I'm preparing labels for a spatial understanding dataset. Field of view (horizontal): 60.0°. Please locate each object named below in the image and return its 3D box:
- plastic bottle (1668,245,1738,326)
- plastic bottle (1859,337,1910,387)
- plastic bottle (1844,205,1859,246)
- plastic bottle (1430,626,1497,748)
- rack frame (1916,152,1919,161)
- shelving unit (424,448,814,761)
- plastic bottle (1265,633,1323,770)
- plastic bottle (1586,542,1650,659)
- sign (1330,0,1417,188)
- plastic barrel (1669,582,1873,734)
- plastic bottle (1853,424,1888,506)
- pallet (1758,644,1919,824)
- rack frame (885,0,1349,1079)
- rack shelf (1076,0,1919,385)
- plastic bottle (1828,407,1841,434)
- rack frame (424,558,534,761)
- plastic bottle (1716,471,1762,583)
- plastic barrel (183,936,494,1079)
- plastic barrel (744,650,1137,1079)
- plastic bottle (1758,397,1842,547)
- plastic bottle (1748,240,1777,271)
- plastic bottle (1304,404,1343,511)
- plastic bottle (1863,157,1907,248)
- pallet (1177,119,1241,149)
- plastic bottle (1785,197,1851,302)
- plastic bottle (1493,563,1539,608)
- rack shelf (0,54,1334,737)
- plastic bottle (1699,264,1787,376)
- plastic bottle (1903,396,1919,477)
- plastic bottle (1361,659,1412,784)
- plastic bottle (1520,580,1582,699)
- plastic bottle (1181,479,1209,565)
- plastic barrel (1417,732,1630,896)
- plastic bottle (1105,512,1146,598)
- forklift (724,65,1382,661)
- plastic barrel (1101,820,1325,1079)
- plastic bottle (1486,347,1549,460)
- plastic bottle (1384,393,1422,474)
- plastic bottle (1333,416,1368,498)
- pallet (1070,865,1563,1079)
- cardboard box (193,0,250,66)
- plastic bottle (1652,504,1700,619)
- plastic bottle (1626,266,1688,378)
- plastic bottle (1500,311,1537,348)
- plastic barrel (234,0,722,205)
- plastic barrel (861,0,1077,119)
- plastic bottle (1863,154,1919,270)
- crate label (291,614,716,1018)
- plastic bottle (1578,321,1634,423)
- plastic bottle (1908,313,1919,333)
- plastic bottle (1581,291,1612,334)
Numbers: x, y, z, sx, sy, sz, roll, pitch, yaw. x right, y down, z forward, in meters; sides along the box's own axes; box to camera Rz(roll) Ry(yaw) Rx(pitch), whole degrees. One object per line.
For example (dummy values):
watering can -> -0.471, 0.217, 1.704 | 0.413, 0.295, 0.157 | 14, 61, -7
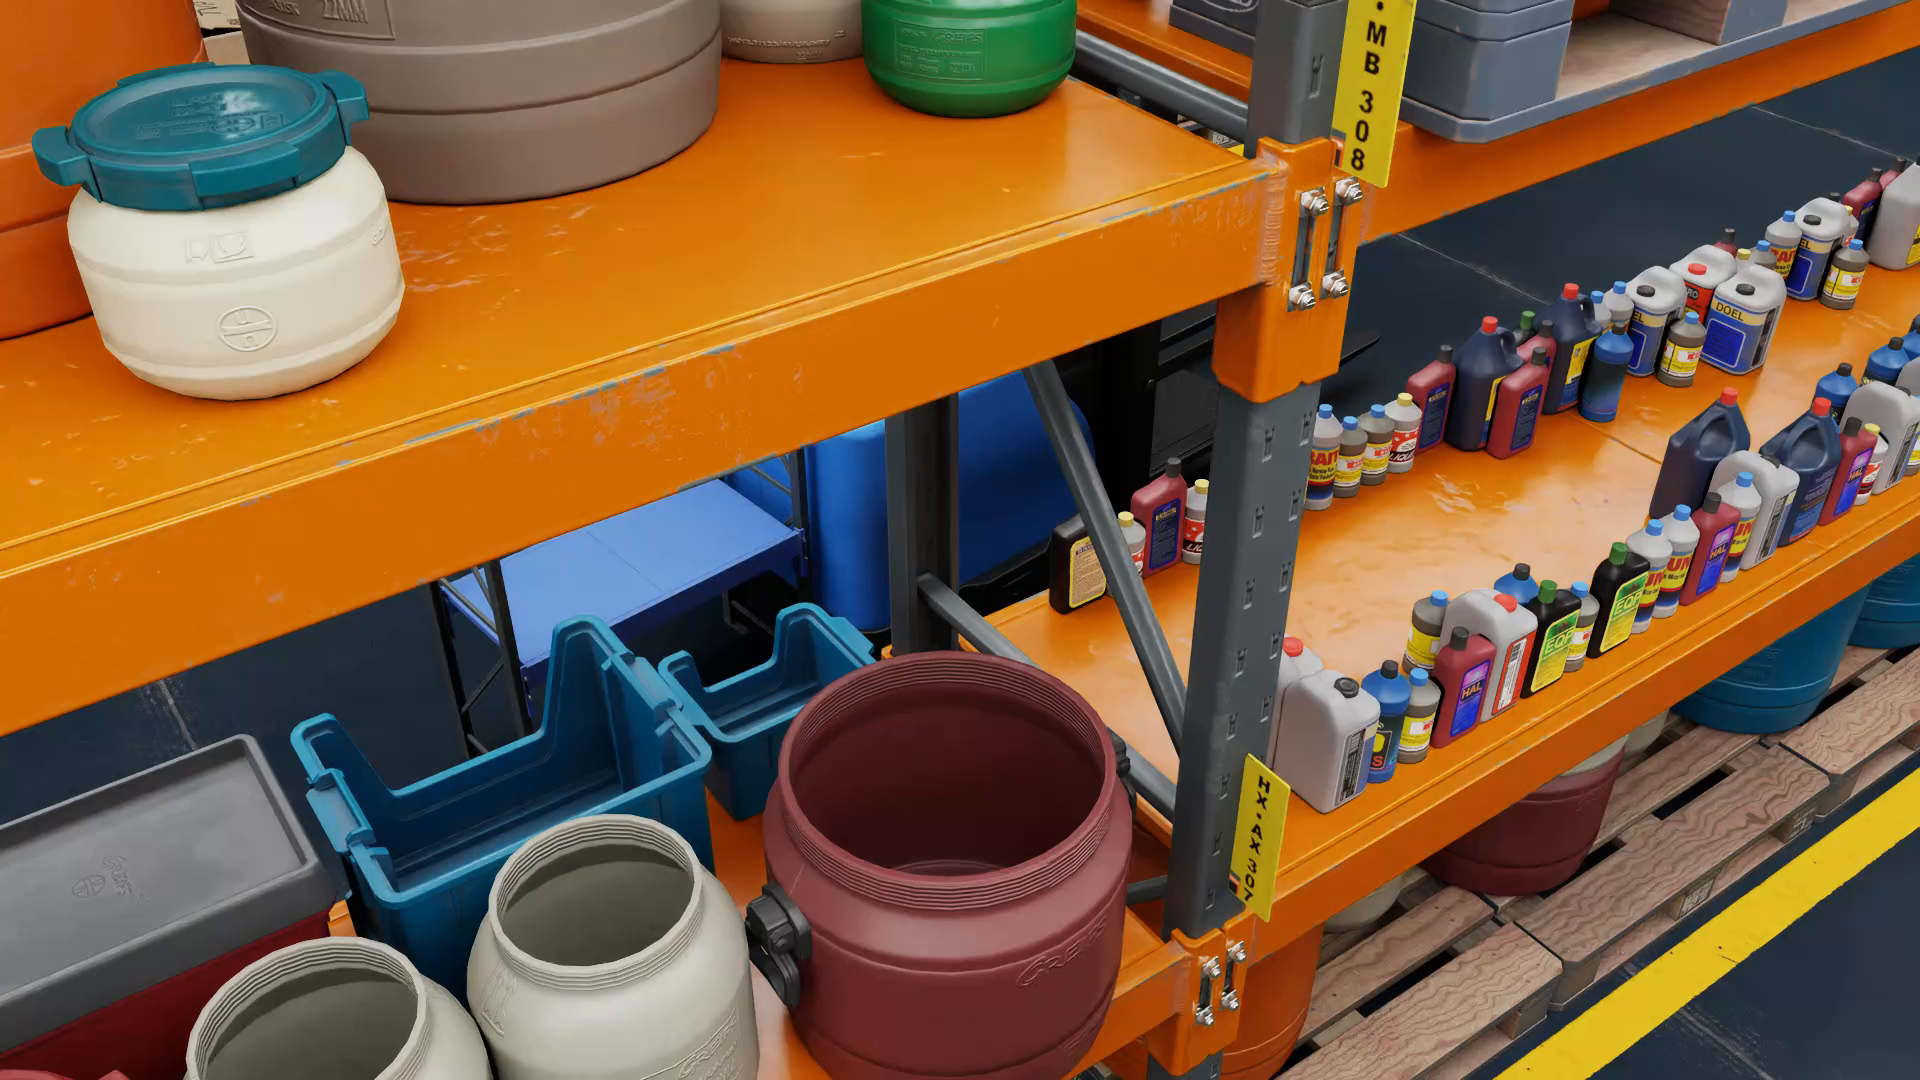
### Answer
plastic bottle -> 2.099, -0.693, 4.751 | 0.135, 0.276, 0.152 | -22, 41, -28
plastic bottle -> 2.410, -0.405, 4.355 | 0.097, 0.271, 0.097 | 0, 36, 0
plastic bottle -> 2.716, -0.936, 5.153 | 0.097, 0.201, 0.097 | 0, 36, 0
plastic bottle -> 1.019, 0.284, 3.386 | 0.133, 0.283, 0.061 | -22, 41, -28
rack frame -> 3.454, -1.029, 5.112 | 0.127, 3.000, 1.000 | -22, 41, -28
shelving unit -> -1.025, -0.021, 4.994 | 1.048, 1.500, 0.538 | -28, 44, -33
plastic bottle -> 0.637, 0.303, 3.366 | 0.135, 0.276, 0.152 | -22, 41, -28
plastic bottle -> 1.427, 0.116, 3.619 | 0.133, 0.283, 0.061 | -22, 41, -28
sign -> 0.507, -0.599, 2.034 | 0.005, 0.325, 0.100 | -22, 41, -28
plastic barrel -> 2.421, 0.066, 5.027 | 0.708, 0.901, 0.600 | -22, 41, -28
plastic bottle -> 2.229, -0.194, 4.120 | 0.097, 0.201, 0.097 | 0, 36, 0
pallet -> 2.799, 0.343, 5.593 | 1.213, 0.211, 1.003 | -22, 41, -28
rack frame -> 0.185, 0.317, 3.241 | 0.127, 3.000, 1.000 | -22, 41, -28
rack shelf -> 1.819, -1.282, 3.510 | 4.000, 0.370, 1.077 | -22, 41, -28
plastic bottle -> 2.085, -0.206, 4.078 | 0.097, 0.271, 0.097 | 0, 36, 0
rack frame -> -1.400, 0.179, 4.716 | 0.032, 1.500, 0.500 | -28, 44, -33
plastic bottle -> 1.779, -0.037, 3.842 | 0.097, 0.271, 0.097 | 0, 36, 0
plastic barrel -> -0.878, 0.861, 2.388 | 0.421, 0.512, 0.421 | 0, 36, 0
plastic barrel -> -0.020, 0.562, 2.783 | 0.708, 0.536, 0.600 | -22, 41, -28
plastic bottle -> 1.991, -0.173, 3.964 | 0.185, 0.351, 0.144 | -22, 41, -28
plastic bottle -> 2.367, -0.793, 4.953 | 0.097, 0.201, 0.097 | 0, 36, 0
plastic bottle -> 0.881, -0.210, 4.083 | 0.097, 0.271, 0.097 | 0, 36, 0
plastic bottle -> 2.909, -1.062, 5.257 | 0.133, 0.283, 0.061 | -22, 41, -28
pallet -> 1.166, -2.493, 9.535 | 1.213, 0.211, 1.003 | -22, 41, -28
plastic bottle -> 2.557, -0.882, 5.013 | 0.135, 0.276, 0.152 | -22, 41, -28
plastic bottle -> 1.178, 0.167, 3.559 | 0.097, 0.271, 0.097 | 0, 36, 0
rack shelf -> -1.450, 0.064, 1.640 | 4.000, 0.370, 1.077 | -22, 41, -28
plastic bottle -> 2.187, -0.621, 4.650 | 0.135, 0.276, 0.152 | -22, 41, -28
plastic bottle -> 2.418, -0.272, 4.229 | 0.097, 0.201, 0.097 | 0, 36, 0
plastic bottle -> 0.835, 0.352, 3.302 | 0.097, 0.271, 0.097 | 0, 36, 0
plastic bottle -> 1.238, 0.194, 3.512 | 0.133, 0.283, 0.061 | -22, 41, -28
plastic bottle -> 0.563, -0.050, 3.921 | 0.097, 0.201, 0.097 | 0, 36, 0
plastic barrel -> 1.498, 0.573, 4.591 | 0.708, 0.588, 0.600 | -22, 41, -28
plastic bottle -> 0.374, 0.027, 3.813 | 0.097, 0.201, 0.097 | 0, 36, 0
forklift -> 0.461, -1.436, 5.737 | 3.031, 2.935, 1.130 | -28, 44, -33
plastic barrel -> 0.575, 0.854, 3.992 | 0.708, 0.830, 0.600 | -22, 41, -28
plastic bottle -> 1.438, -0.354, 4.272 | 0.133, 0.283, 0.061 | -22, 41, -28
plastic bottle -> 1.120, -0.279, 4.240 | 0.097, 0.201, 0.097 | 0, 36, 0
plastic bottle -> 0.961, -0.214, 4.149 | 0.097, 0.201, 0.097 | 0, 36, 0
pallet -> 0.805, 1.164, 4.451 | 1.213, 0.211, 1.003 | -22, 41, -28
cardboard box -> -2.988, -1.911, 6.415 | 0.500, 0.311, 0.500 | -20, 40, -25
plastic bottle -> 1.590, 0.041, 3.735 | 0.097, 0.271, 0.097 | 0, 36, 0
plastic bottle -> 1.910, -0.615, 4.643 | 0.135, 0.276, 0.152 | -22, 41, -28
plastic bottle -> 1.464, -0.467, 4.431 | 0.133, 0.283, 0.061 | -22, 41, -28
plastic barrel -> -0.612, -0.932, 1.979 | 0.600, 0.901, 0.600 | 0, 36, 0
plastic barrel -> 0.012, -0.731, 2.261 | 0.294, 0.245, 0.294 | 0, 36, 0
plastic bottle -> 2.947, -1.032, 5.157 | 0.185, 0.351, 0.144 | -22, 41, -28
crate label -> -0.783, 0.507, 2.945 | 0.616, 0.435, 0.502 | -22, 41, -28
plastic bottle -> 1.723, -0.453, 4.421 | 0.097, 0.271, 0.097 | 0, 36, 0
plastic bottle -> 2.657, -0.550, 4.488 | 0.185, 0.351, 0.144 | -22, 41, -28
plastic bottle -> 1.720, -0.555, 4.562 | 0.097, 0.271, 0.097 | 0, 36, 0
